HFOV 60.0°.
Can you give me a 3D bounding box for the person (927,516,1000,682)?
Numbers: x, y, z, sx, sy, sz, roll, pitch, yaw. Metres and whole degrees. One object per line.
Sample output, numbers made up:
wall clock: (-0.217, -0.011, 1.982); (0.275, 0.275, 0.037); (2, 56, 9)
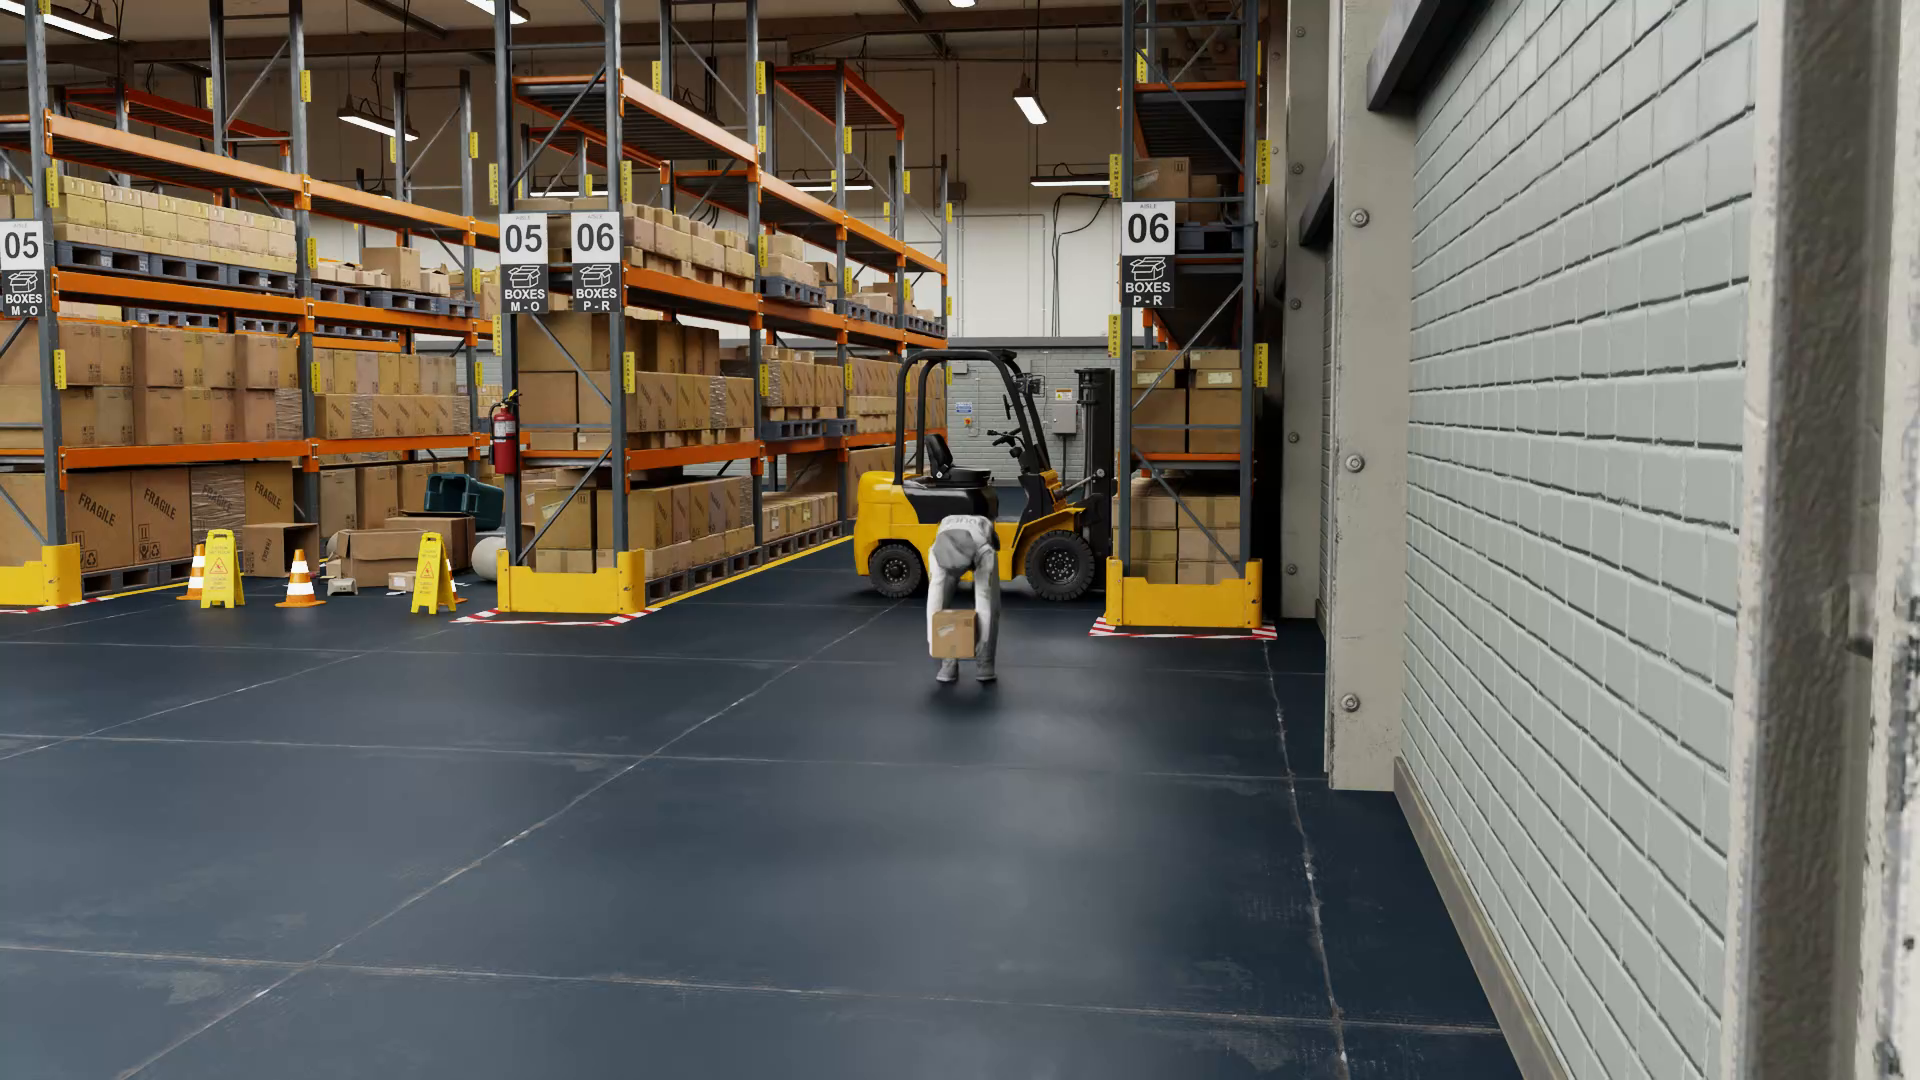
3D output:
person: (0.021, 0.365, 9.978); (0.426, 1.005, 0.917); (0, 5, 6)
